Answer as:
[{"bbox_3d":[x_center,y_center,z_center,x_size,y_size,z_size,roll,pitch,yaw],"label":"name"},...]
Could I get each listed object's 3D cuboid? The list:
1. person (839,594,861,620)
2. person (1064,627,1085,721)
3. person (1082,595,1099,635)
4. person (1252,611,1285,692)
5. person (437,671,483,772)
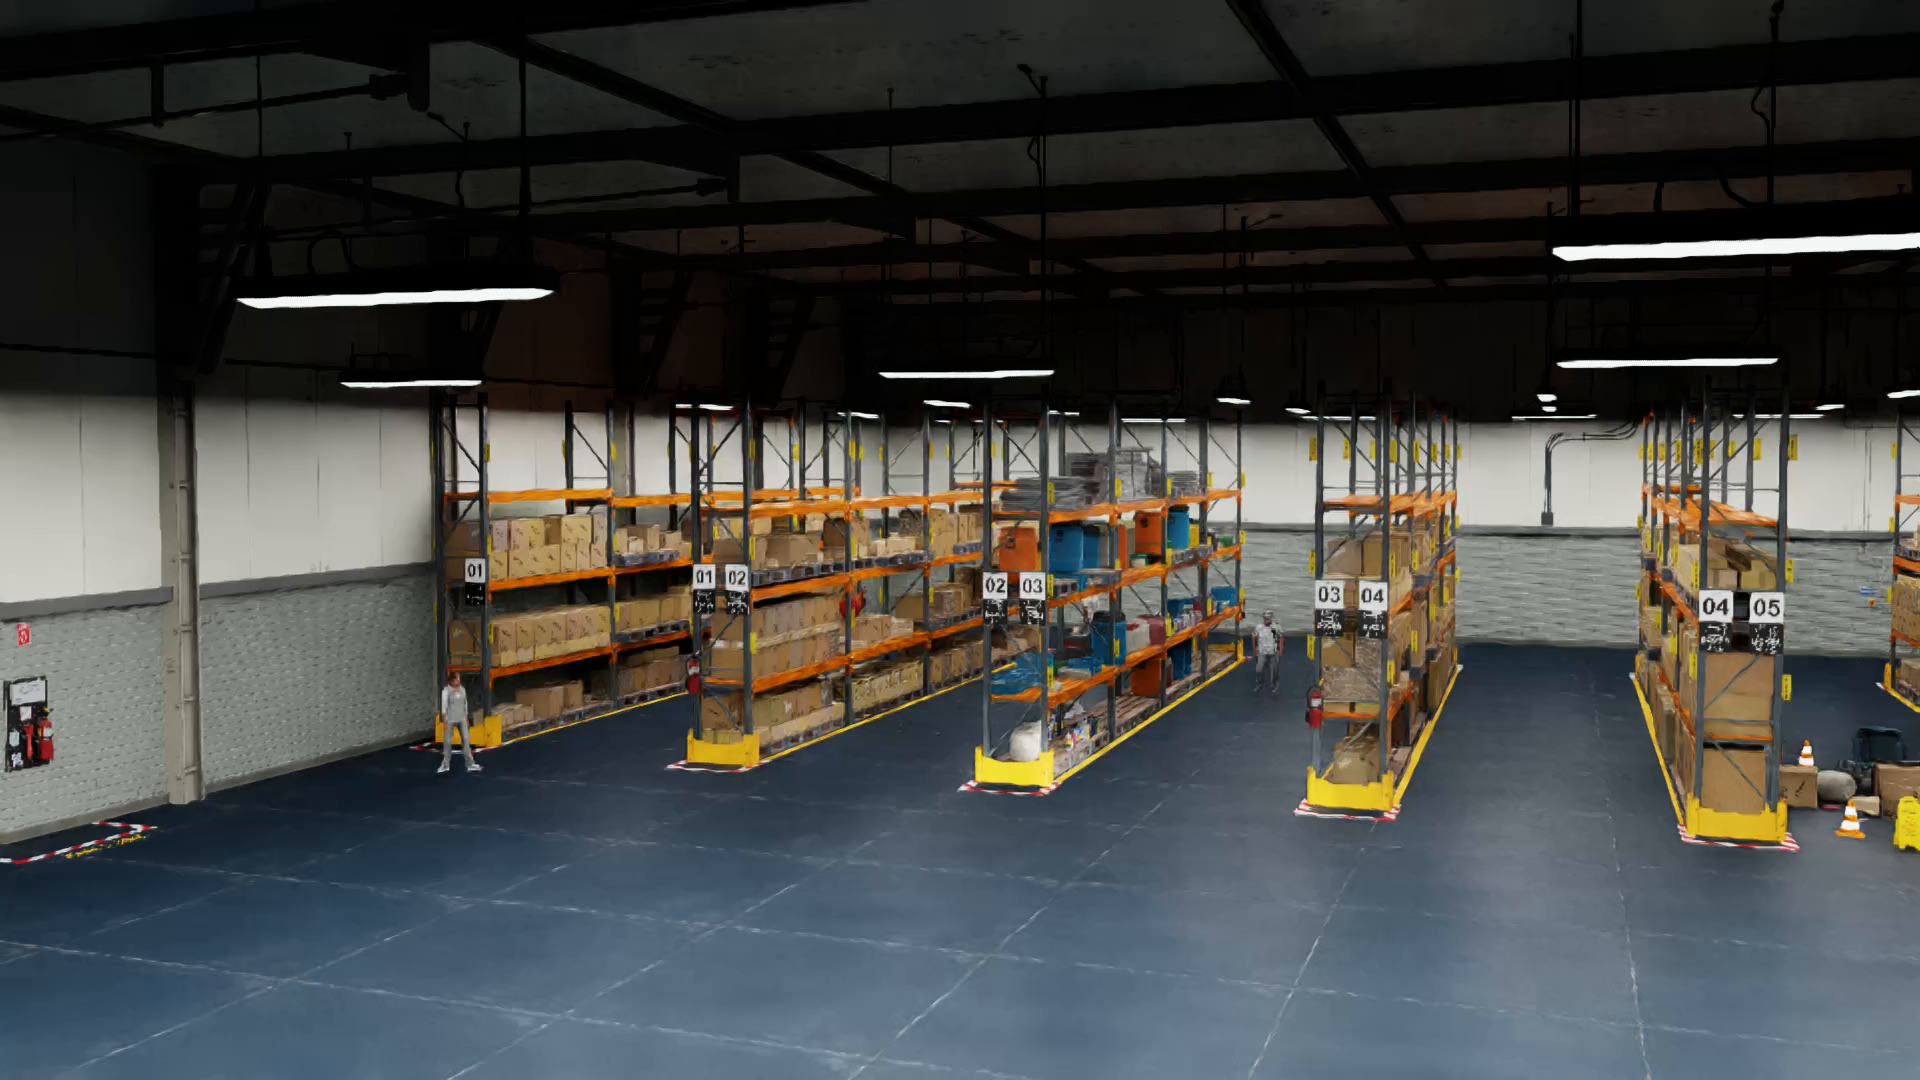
[{"bbox_3d":[-2.679,2.021,40.232,0.542,1.645,1.126,1,3,22],"label":"person"},{"bbox_3d":[2.088,2.475,30.614,0.590,1.775,0.641,2,4,37],"label":"person"},{"bbox_3d":[3.259,1.911,41.183,0.417,1.767,0.646,2,4,39],"label":"person"},{"bbox_3d":[6.403,2.310,34.562,0.682,1.715,0.542,1,3,18],"label":"person"},{"bbox_3d":[-7.815,2.816,25.876,0.626,1.591,0.496,-2,4,-37],"label":"person"}]
